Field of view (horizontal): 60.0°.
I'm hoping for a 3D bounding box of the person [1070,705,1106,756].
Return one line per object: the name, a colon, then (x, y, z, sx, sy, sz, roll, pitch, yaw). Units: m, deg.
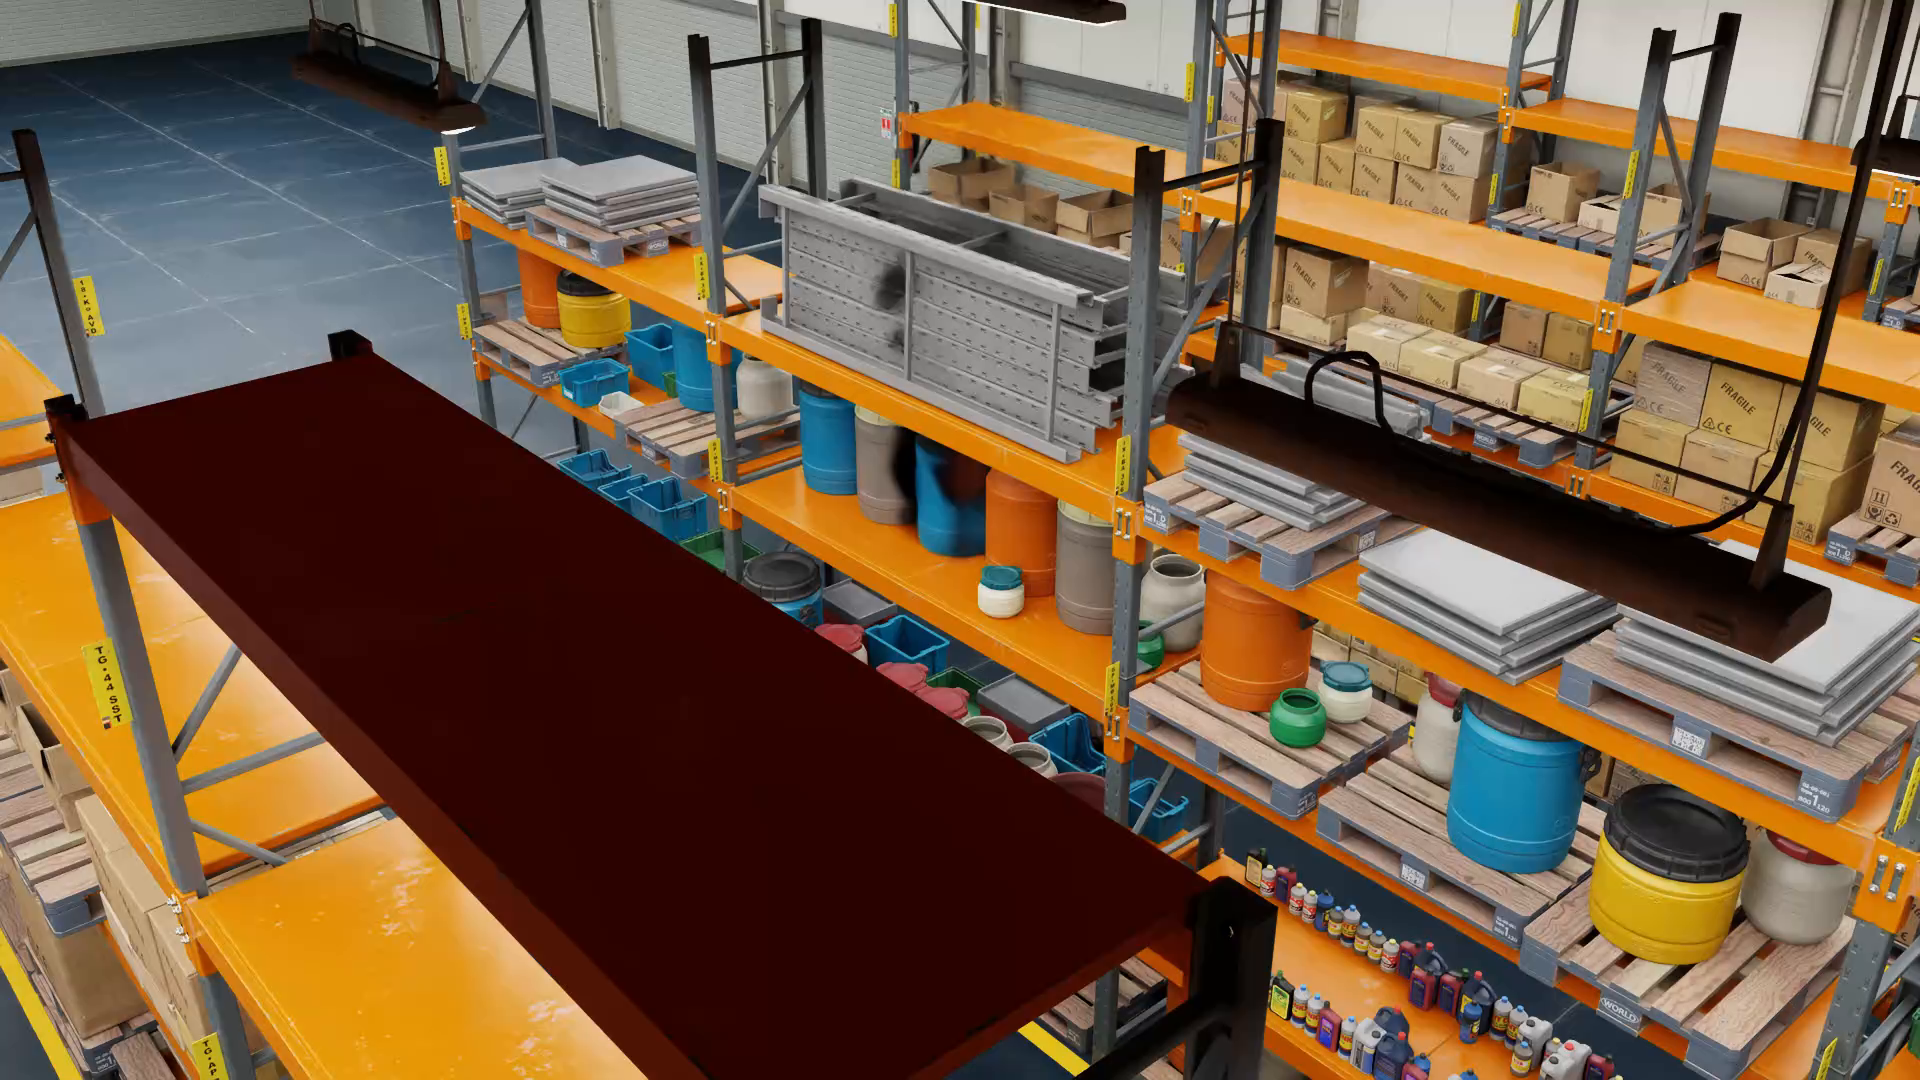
person: (0.937, 1.027, 13.062, 0.676, 1.709, 0.538, -22, 34, -36)
